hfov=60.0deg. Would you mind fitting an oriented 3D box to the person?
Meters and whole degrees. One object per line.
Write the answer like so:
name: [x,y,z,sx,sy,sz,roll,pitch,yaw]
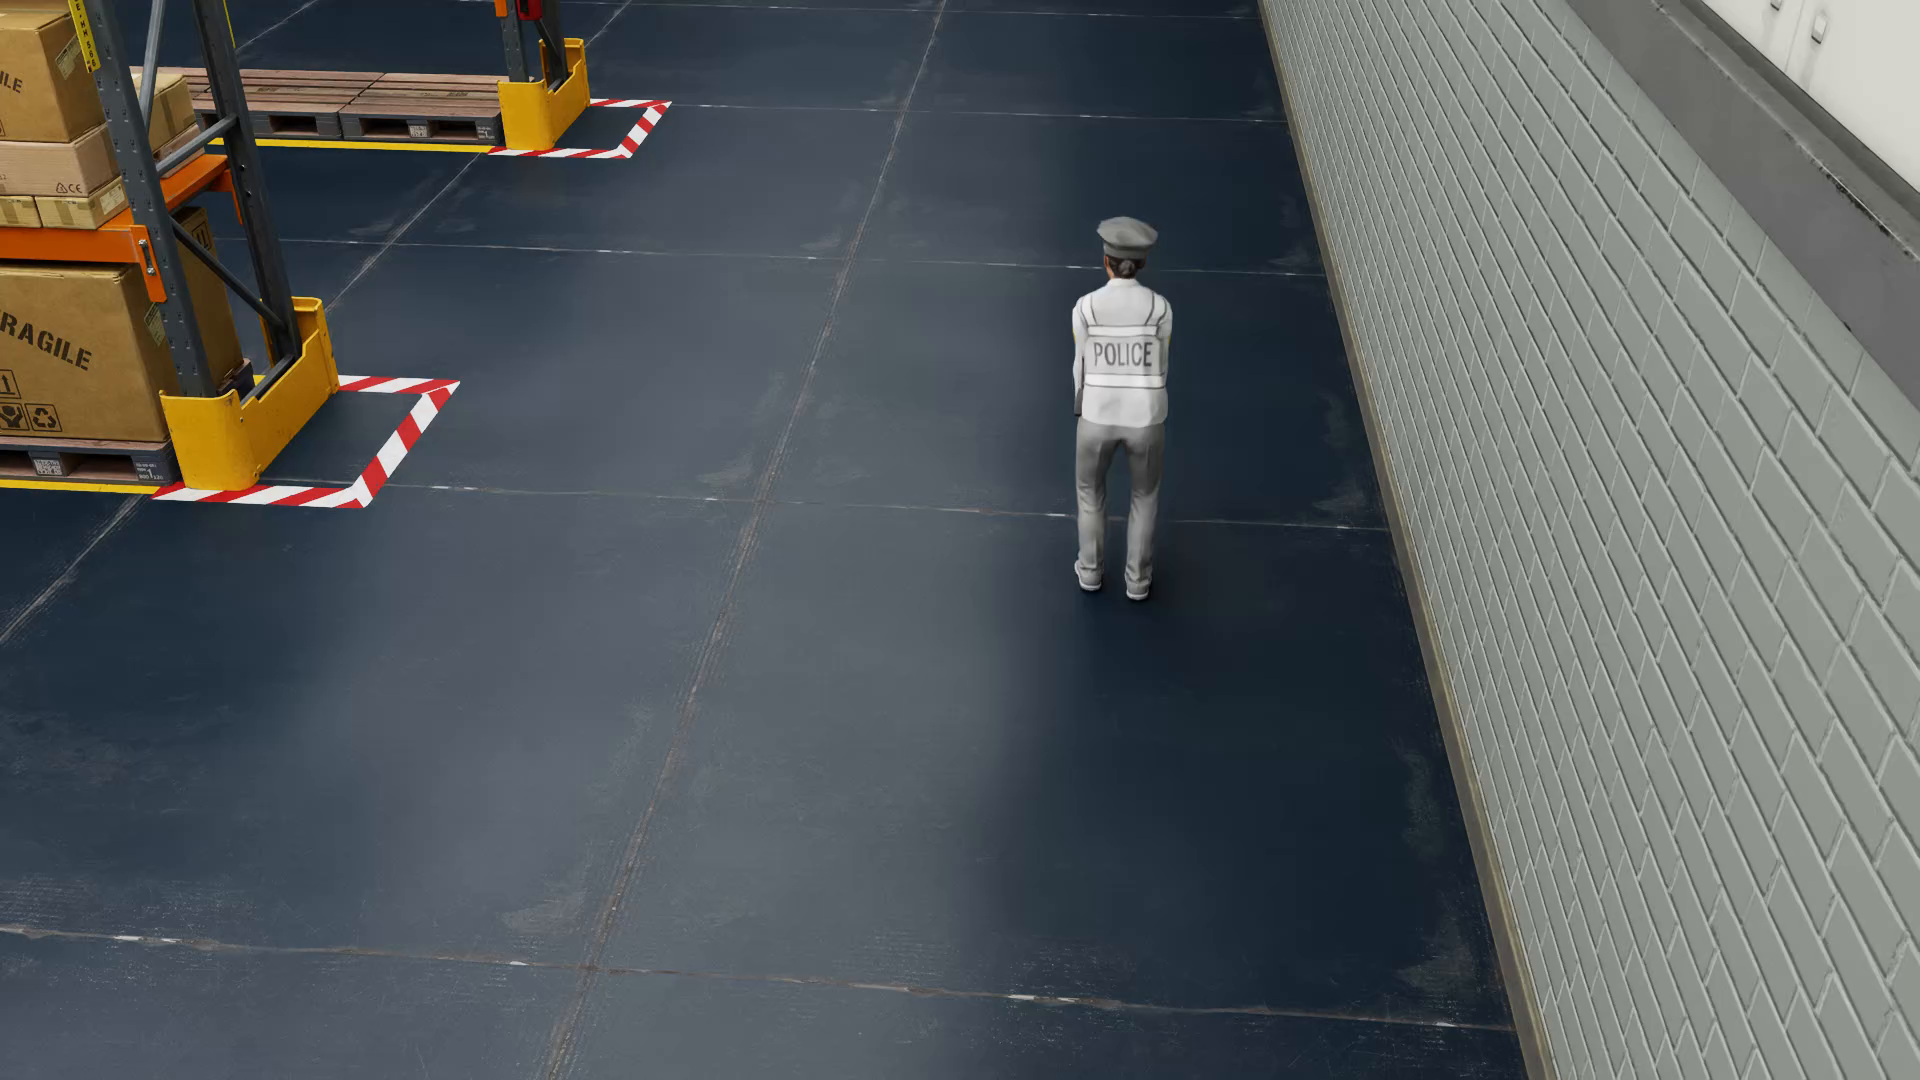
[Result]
person: [0.664,-0.528,7.017,0.411,1.630,0.559,2,32,3]
